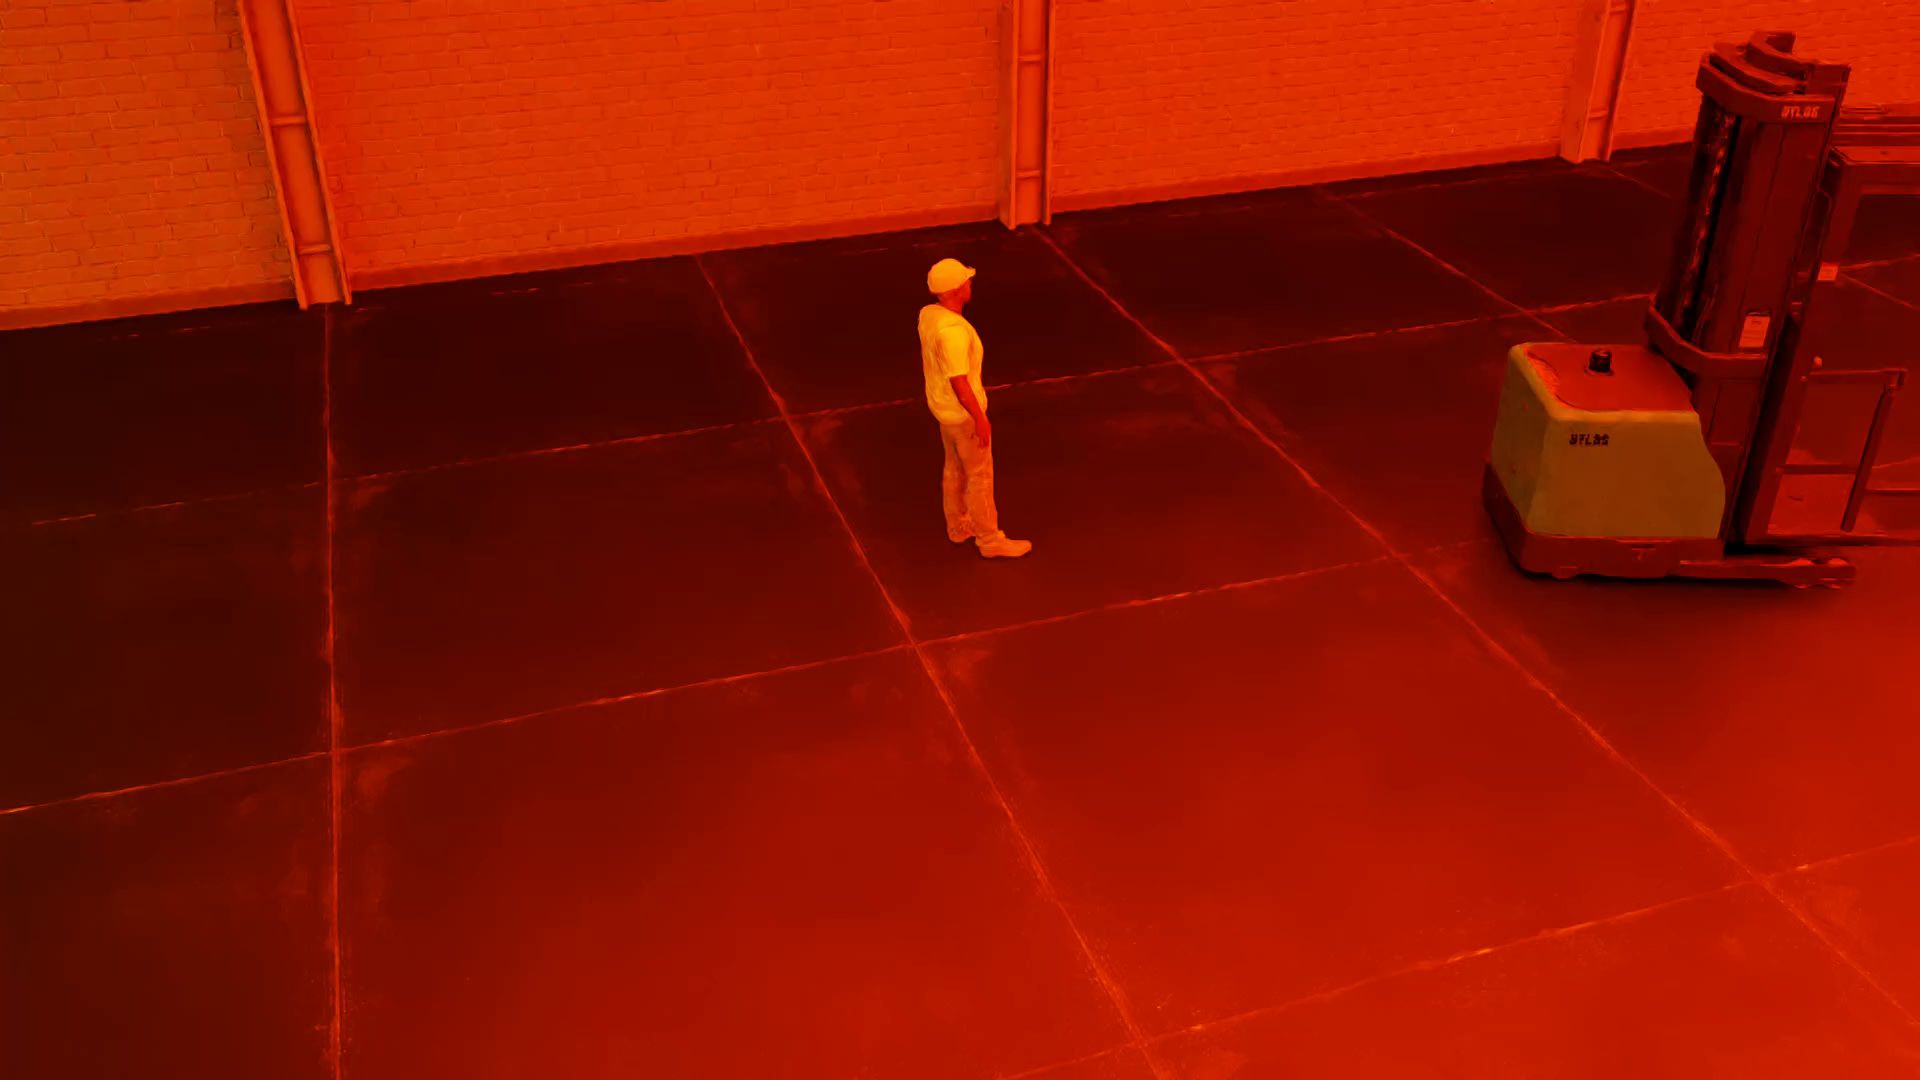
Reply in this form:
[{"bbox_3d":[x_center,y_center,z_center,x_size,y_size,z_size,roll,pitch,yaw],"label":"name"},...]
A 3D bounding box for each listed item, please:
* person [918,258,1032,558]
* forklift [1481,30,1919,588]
[{"bbox_3d":[0.068,-0.780,9.597,0.576,1.766,0.665,-10,31,-16],"label":"person"},{"bbox_3d":[4.757,-1.263,9.282,3.031,2.935,1.130,1,30,1],"label":"forklift"}]
